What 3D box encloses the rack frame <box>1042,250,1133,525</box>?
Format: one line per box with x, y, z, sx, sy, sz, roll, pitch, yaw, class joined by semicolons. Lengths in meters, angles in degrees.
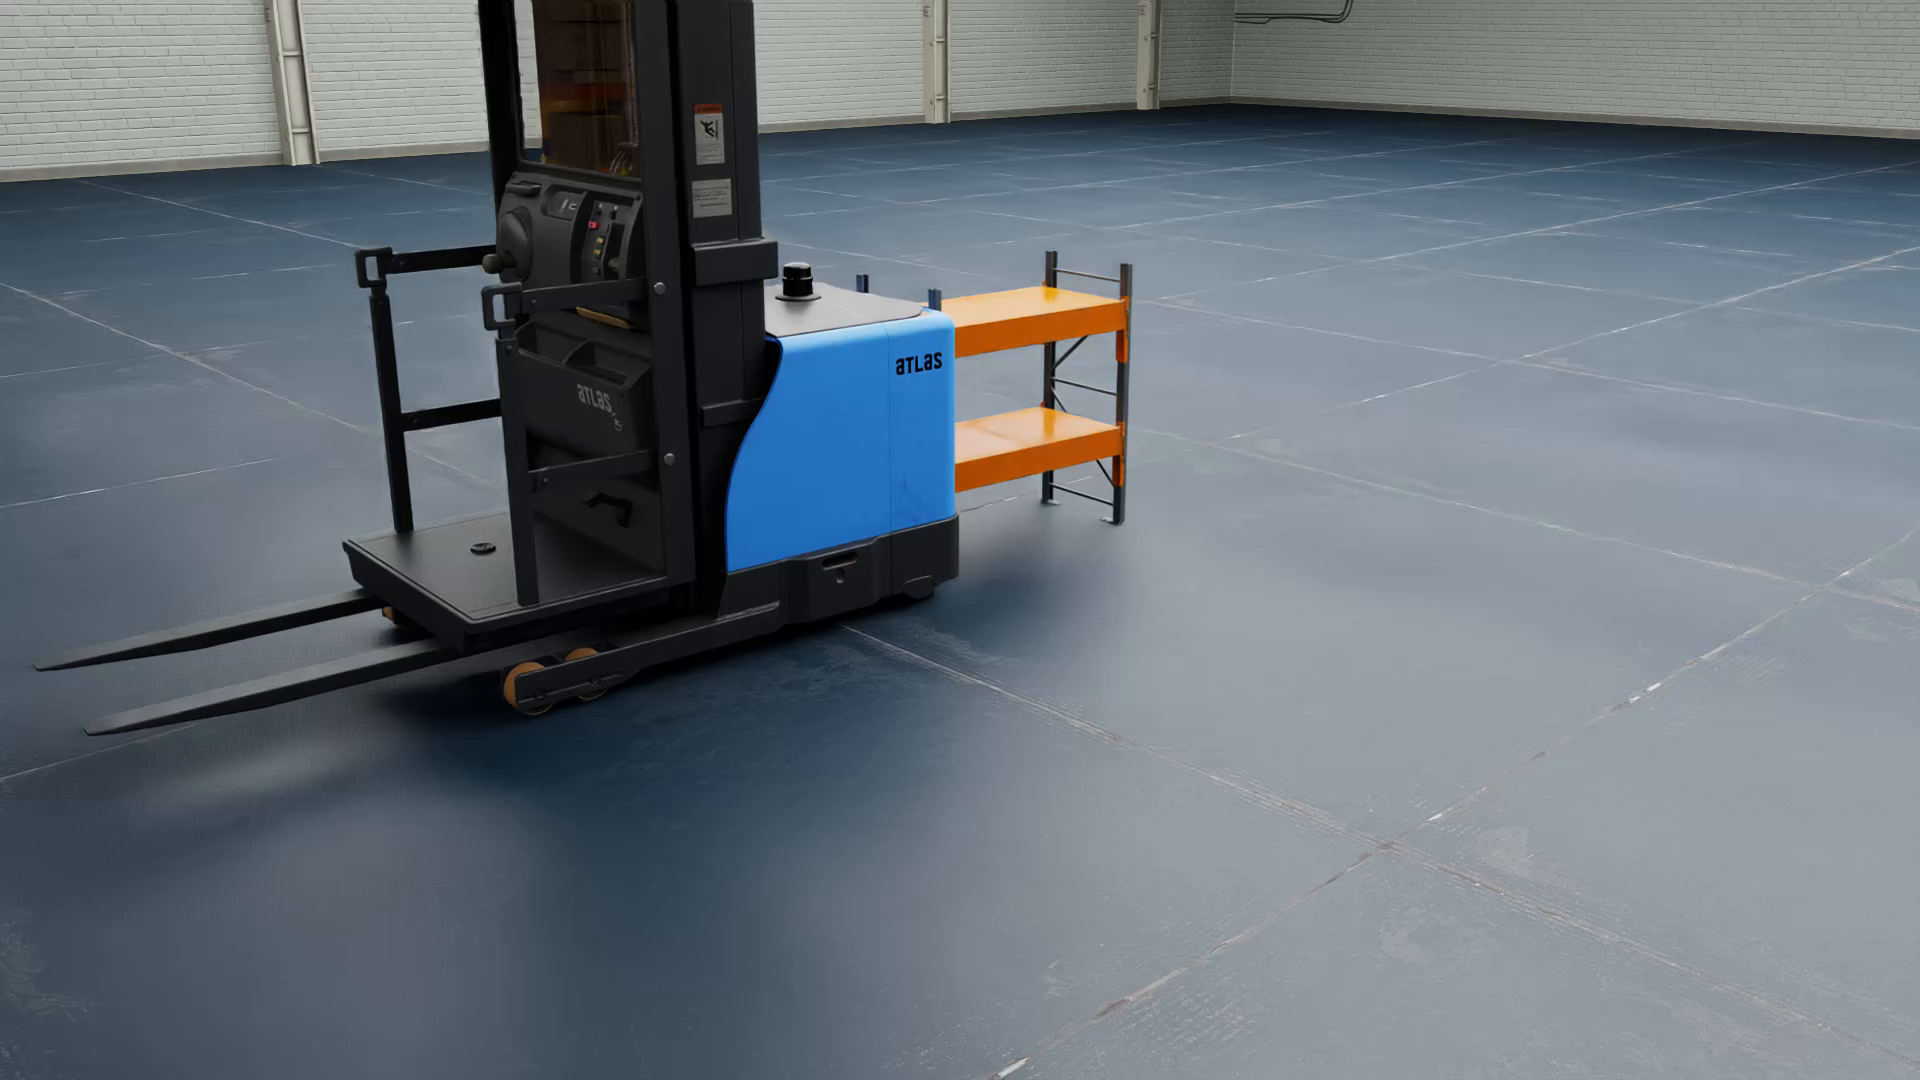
0.542;-0.661;7.199;0.032;1.125;0.500;-14;23;-37;rack frame

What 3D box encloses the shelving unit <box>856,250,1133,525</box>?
0.151;-0.561;6.890;1.048;1.125;0.538;-14;23;-37;shelving unit

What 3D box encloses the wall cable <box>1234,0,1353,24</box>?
6.982;-12.172;34.971;0.112;2.526;3.097;-16;24;-41;wall cable

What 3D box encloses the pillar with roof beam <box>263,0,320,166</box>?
-6.188;-8.542;18.741;0.400;9.000;9.100;-16;24;-41;pillar with roof beam

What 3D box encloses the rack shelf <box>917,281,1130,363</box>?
0.151;-0.839;6.800;1.000;0.278;0.538;-14;23;-37;rack shelf

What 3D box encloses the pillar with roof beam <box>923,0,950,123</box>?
2.531;-11.085;26.583;0.400;9.000;9.100;-16;24;-41;pillar with roof beam

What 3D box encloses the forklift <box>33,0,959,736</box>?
-1.460;-1.021;5.380;3.031;2.935;1.130;-14;23;-37;forklift

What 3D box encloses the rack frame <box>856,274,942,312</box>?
-0.240;-0.460;6.581;0.032;1.125;0.500;-14;23;-37;rack frame

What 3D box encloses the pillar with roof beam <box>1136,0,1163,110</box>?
6.891;-12.356;30.505;0.400;9.000;9.100;-16;24;-41;pillar with roof beam

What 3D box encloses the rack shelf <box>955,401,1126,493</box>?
0.151;-0.328;6.965;1.000;0.278;0.538;-14;23;-37;rack shelf
